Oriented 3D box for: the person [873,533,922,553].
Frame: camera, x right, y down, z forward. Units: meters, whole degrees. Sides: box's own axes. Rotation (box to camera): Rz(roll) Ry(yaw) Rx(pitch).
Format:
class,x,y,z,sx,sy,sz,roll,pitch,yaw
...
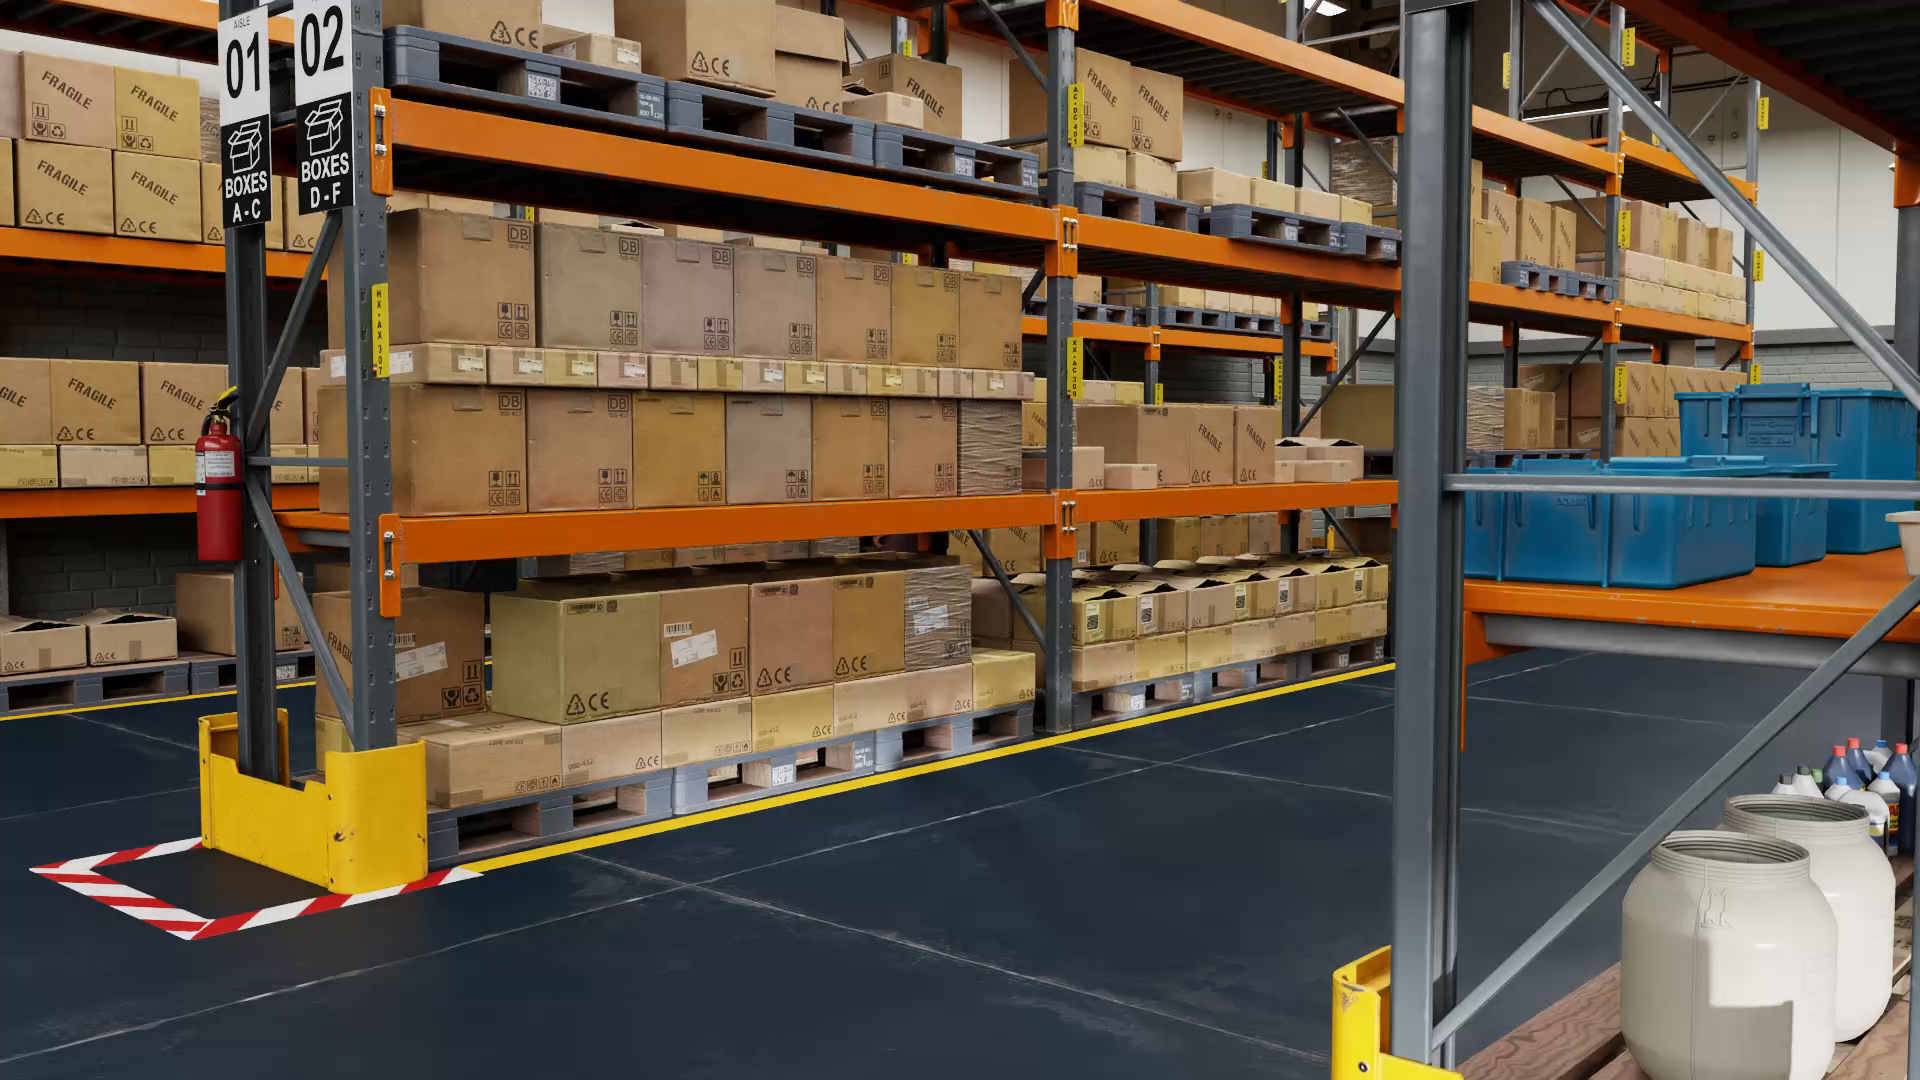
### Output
class,x,y,z,sx,sy,sz,roll,pitch,yaw
person,-0.450,-0.092,13.230,0.419,1.774,0.655,3,4,38
